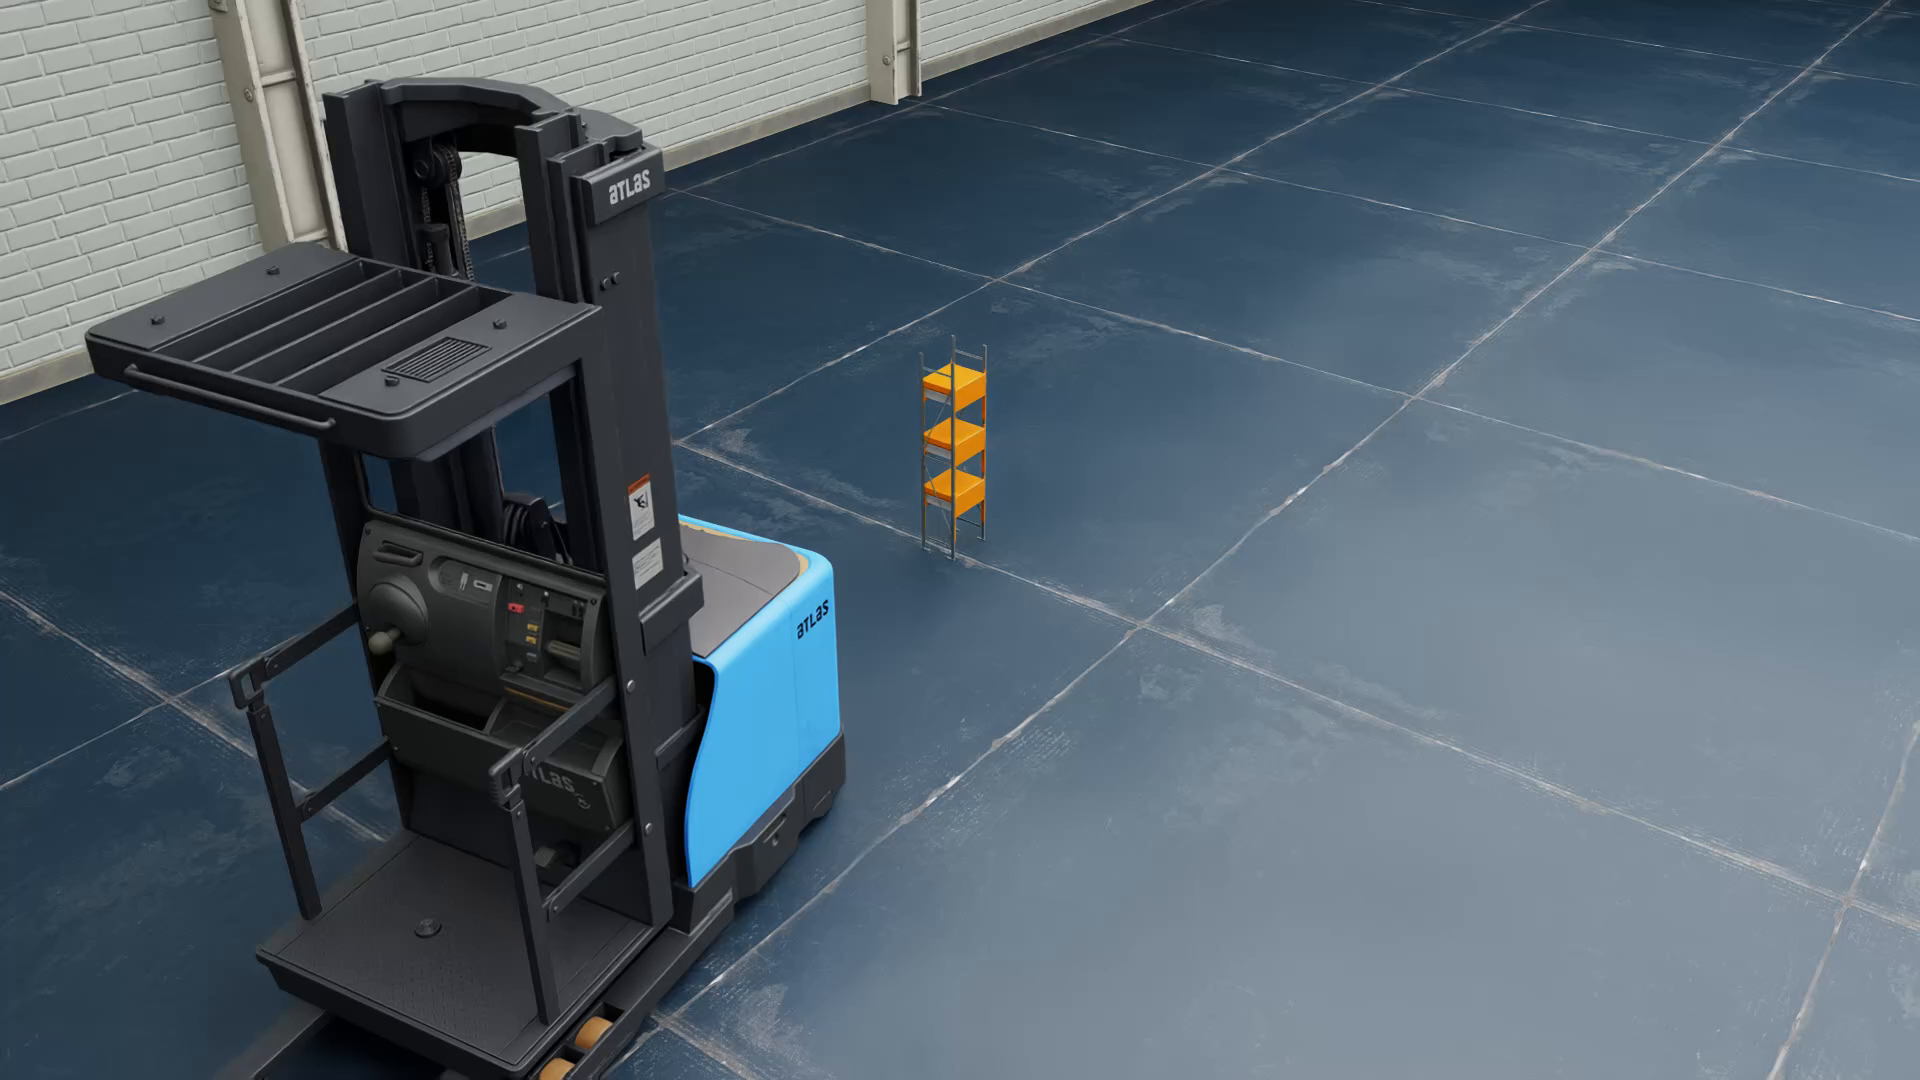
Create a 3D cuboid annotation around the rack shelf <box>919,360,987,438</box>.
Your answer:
[{"bbox_3d":[-0.032,-0.665,7.806,0.215,0.259,0.240,21,37,31],"label":"rack shelf"}]

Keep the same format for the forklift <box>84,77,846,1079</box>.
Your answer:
[{"bbox_3d":[-1.570,0.275,4.911,1.130,2.935,3.031,15,34,23],"label":"forklift"}]

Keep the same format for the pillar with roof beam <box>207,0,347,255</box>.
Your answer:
[{"bbox_3d":[-0.775,-4.099,6.340,9.100,9.000,0.400,21,37,31],"label":"pillar with roof beam"}]

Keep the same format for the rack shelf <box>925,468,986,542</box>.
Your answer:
[{"bbox_3d":[-0.032,-0.182,8.093,0.215,0.259,0.240,21,37,31],"label":"rack shelf"}]

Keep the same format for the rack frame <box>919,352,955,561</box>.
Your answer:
[{"bbox_3d":[-0.106,-0.380,7.862,0.200,1.050,0.008,21,37,31],"label":"rack frame"}]

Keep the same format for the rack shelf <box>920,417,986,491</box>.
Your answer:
[{"bbox_3d":[-0.032,-0.421,7.951,0.215,0.259,0.240,21,37,31],"label":"rack shelf"}]

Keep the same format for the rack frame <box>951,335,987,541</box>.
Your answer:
[{"bbox_3d":[0.041,-0.479,8.029,0.200,1.050,0.008,21,37,31],"label":"rack frame"}]

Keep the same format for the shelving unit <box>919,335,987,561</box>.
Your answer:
[{"bbox_3d":[-0.032,-0.430,7.946,0.215,1.050,0.252,21,37,31],"label":"shelving unit"}]

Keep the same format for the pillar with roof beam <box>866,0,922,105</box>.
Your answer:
[{"bbox_3d":[2.847,-6.538,10.455,9.100,9.000,0.400,21,37,31],"label":"pillar with roof beam"}]
